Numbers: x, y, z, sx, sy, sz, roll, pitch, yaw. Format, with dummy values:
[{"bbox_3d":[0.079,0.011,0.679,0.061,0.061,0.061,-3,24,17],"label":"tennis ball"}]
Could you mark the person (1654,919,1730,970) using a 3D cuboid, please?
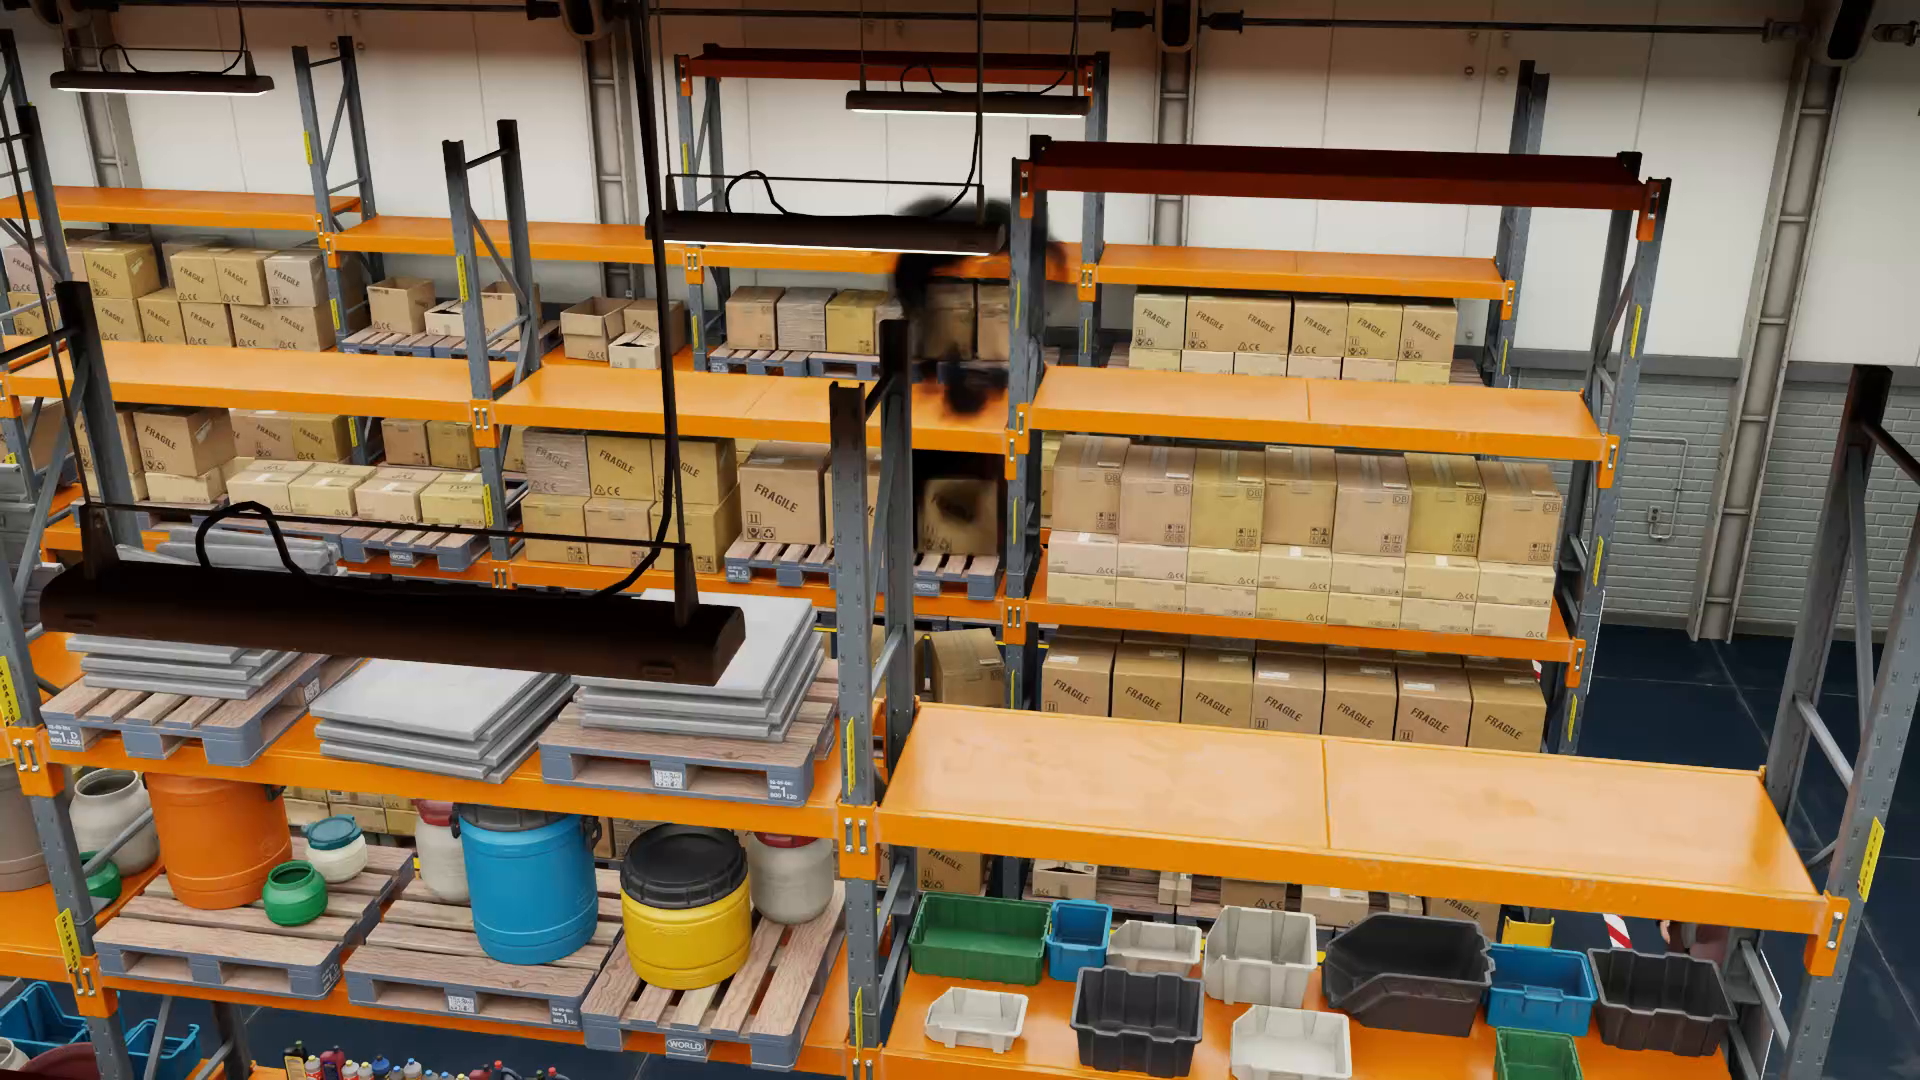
[{"bbox_3d":[5.093,2.791,11.580,0.661,1.753,0.715,-16,28,-33],"label":"person"}]
